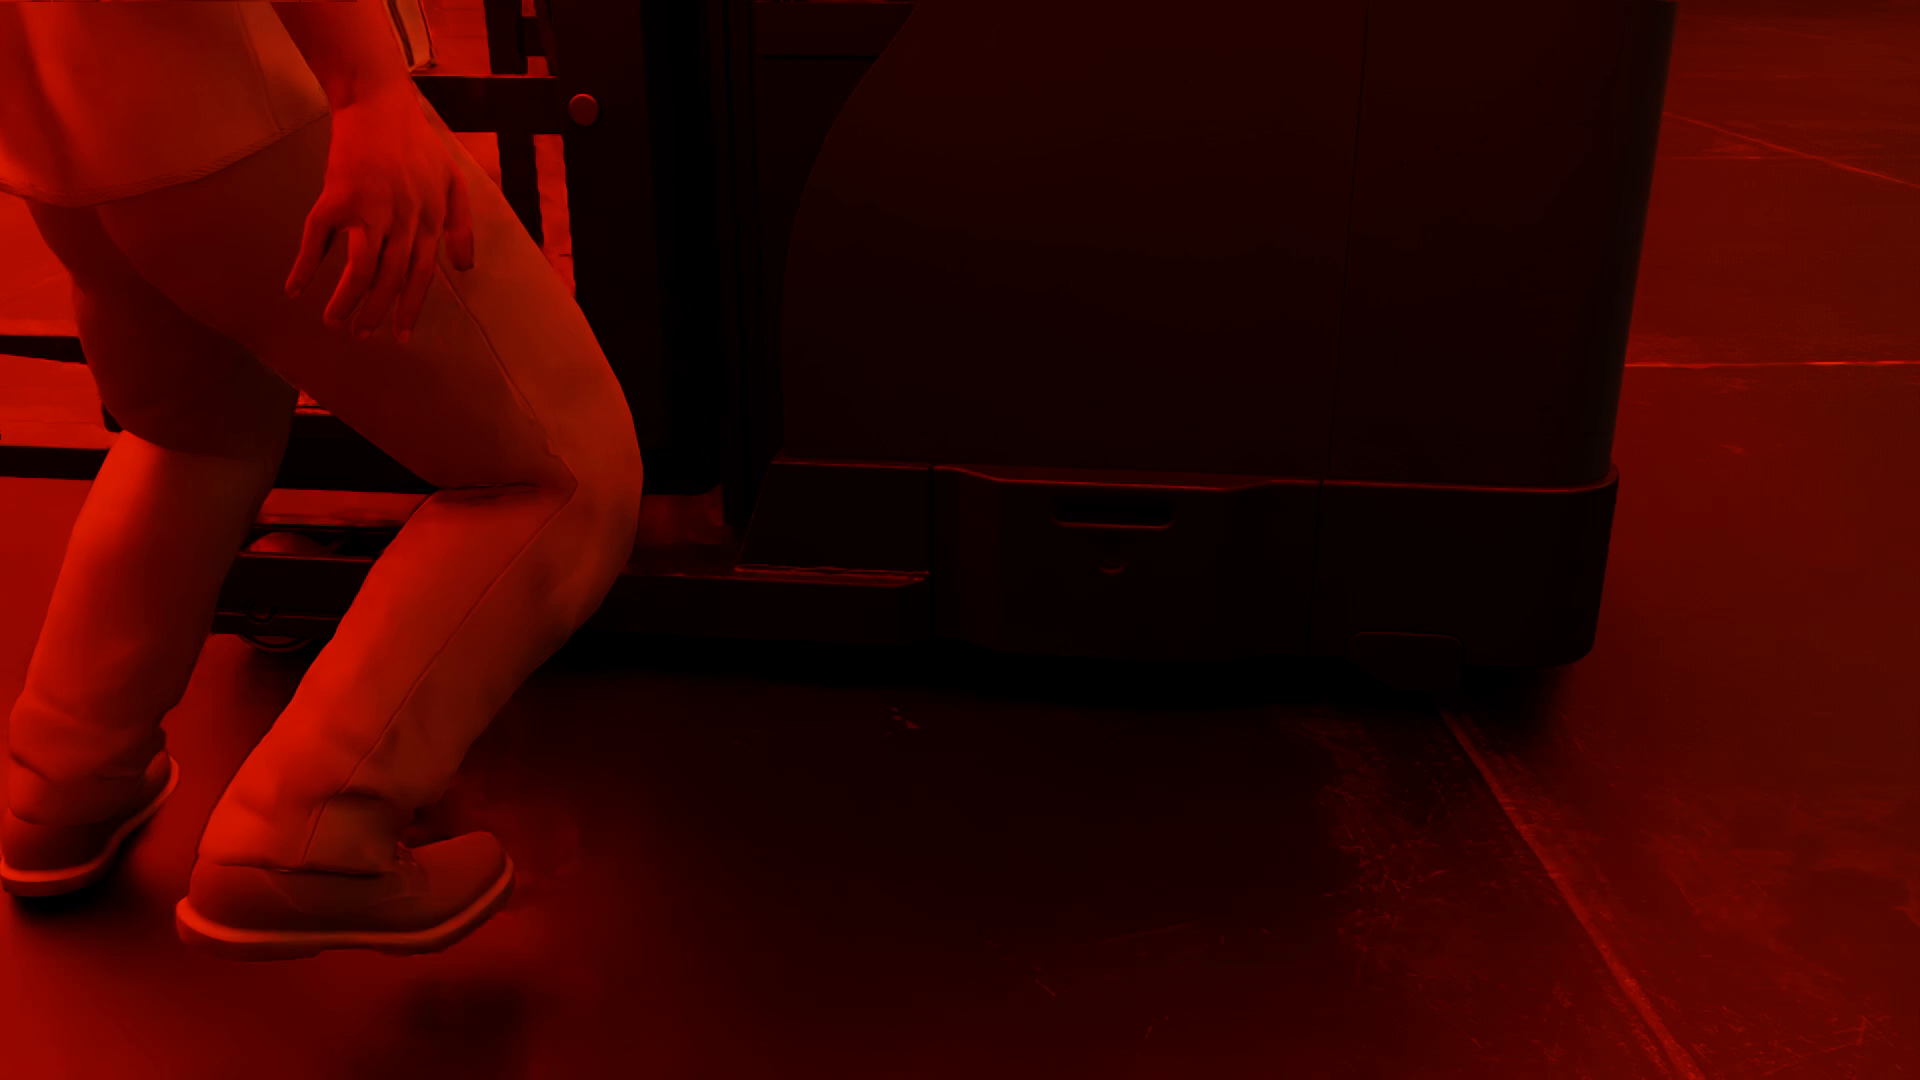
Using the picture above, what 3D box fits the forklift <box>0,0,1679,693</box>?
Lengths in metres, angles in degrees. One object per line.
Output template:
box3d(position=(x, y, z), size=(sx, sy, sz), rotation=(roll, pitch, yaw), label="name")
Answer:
box3d(position=(-0.616, -1.386, 2.255), size=(3.031, 2.935, 1.130), rotation=(3, 22, 6), label="forklift")

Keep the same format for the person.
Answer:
box3d(position=(-0.674, -0.395, 1.501), size=(0.921, 1.663, 0.514), rotation=(19, 28, 39), label="person")
